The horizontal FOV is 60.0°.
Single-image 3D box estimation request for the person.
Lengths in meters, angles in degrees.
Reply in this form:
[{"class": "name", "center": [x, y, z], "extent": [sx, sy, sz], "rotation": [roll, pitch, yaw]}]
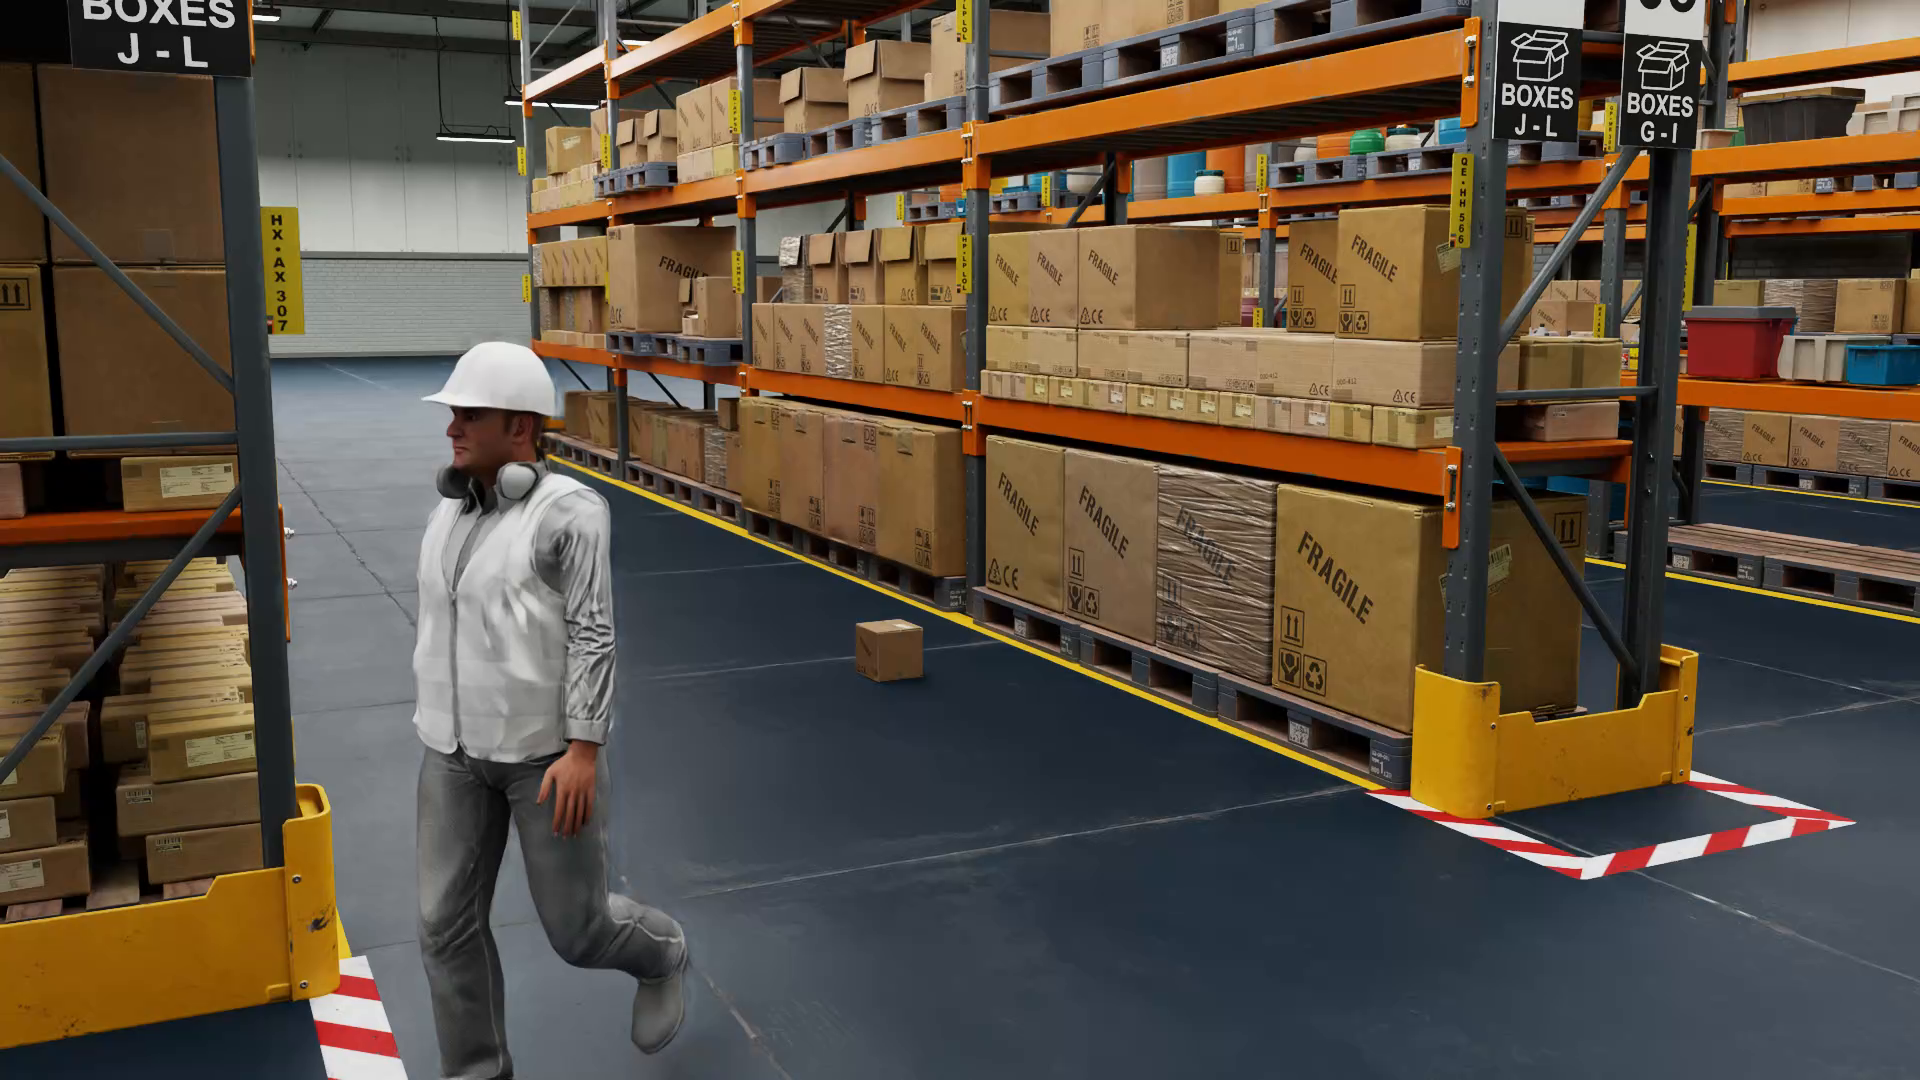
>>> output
[{"class": "person", "center": [-0.969, 0.436, 3.745], "extent": [0.553, 1.751, 0.836], "rotation": [4, 9, 24]}]
